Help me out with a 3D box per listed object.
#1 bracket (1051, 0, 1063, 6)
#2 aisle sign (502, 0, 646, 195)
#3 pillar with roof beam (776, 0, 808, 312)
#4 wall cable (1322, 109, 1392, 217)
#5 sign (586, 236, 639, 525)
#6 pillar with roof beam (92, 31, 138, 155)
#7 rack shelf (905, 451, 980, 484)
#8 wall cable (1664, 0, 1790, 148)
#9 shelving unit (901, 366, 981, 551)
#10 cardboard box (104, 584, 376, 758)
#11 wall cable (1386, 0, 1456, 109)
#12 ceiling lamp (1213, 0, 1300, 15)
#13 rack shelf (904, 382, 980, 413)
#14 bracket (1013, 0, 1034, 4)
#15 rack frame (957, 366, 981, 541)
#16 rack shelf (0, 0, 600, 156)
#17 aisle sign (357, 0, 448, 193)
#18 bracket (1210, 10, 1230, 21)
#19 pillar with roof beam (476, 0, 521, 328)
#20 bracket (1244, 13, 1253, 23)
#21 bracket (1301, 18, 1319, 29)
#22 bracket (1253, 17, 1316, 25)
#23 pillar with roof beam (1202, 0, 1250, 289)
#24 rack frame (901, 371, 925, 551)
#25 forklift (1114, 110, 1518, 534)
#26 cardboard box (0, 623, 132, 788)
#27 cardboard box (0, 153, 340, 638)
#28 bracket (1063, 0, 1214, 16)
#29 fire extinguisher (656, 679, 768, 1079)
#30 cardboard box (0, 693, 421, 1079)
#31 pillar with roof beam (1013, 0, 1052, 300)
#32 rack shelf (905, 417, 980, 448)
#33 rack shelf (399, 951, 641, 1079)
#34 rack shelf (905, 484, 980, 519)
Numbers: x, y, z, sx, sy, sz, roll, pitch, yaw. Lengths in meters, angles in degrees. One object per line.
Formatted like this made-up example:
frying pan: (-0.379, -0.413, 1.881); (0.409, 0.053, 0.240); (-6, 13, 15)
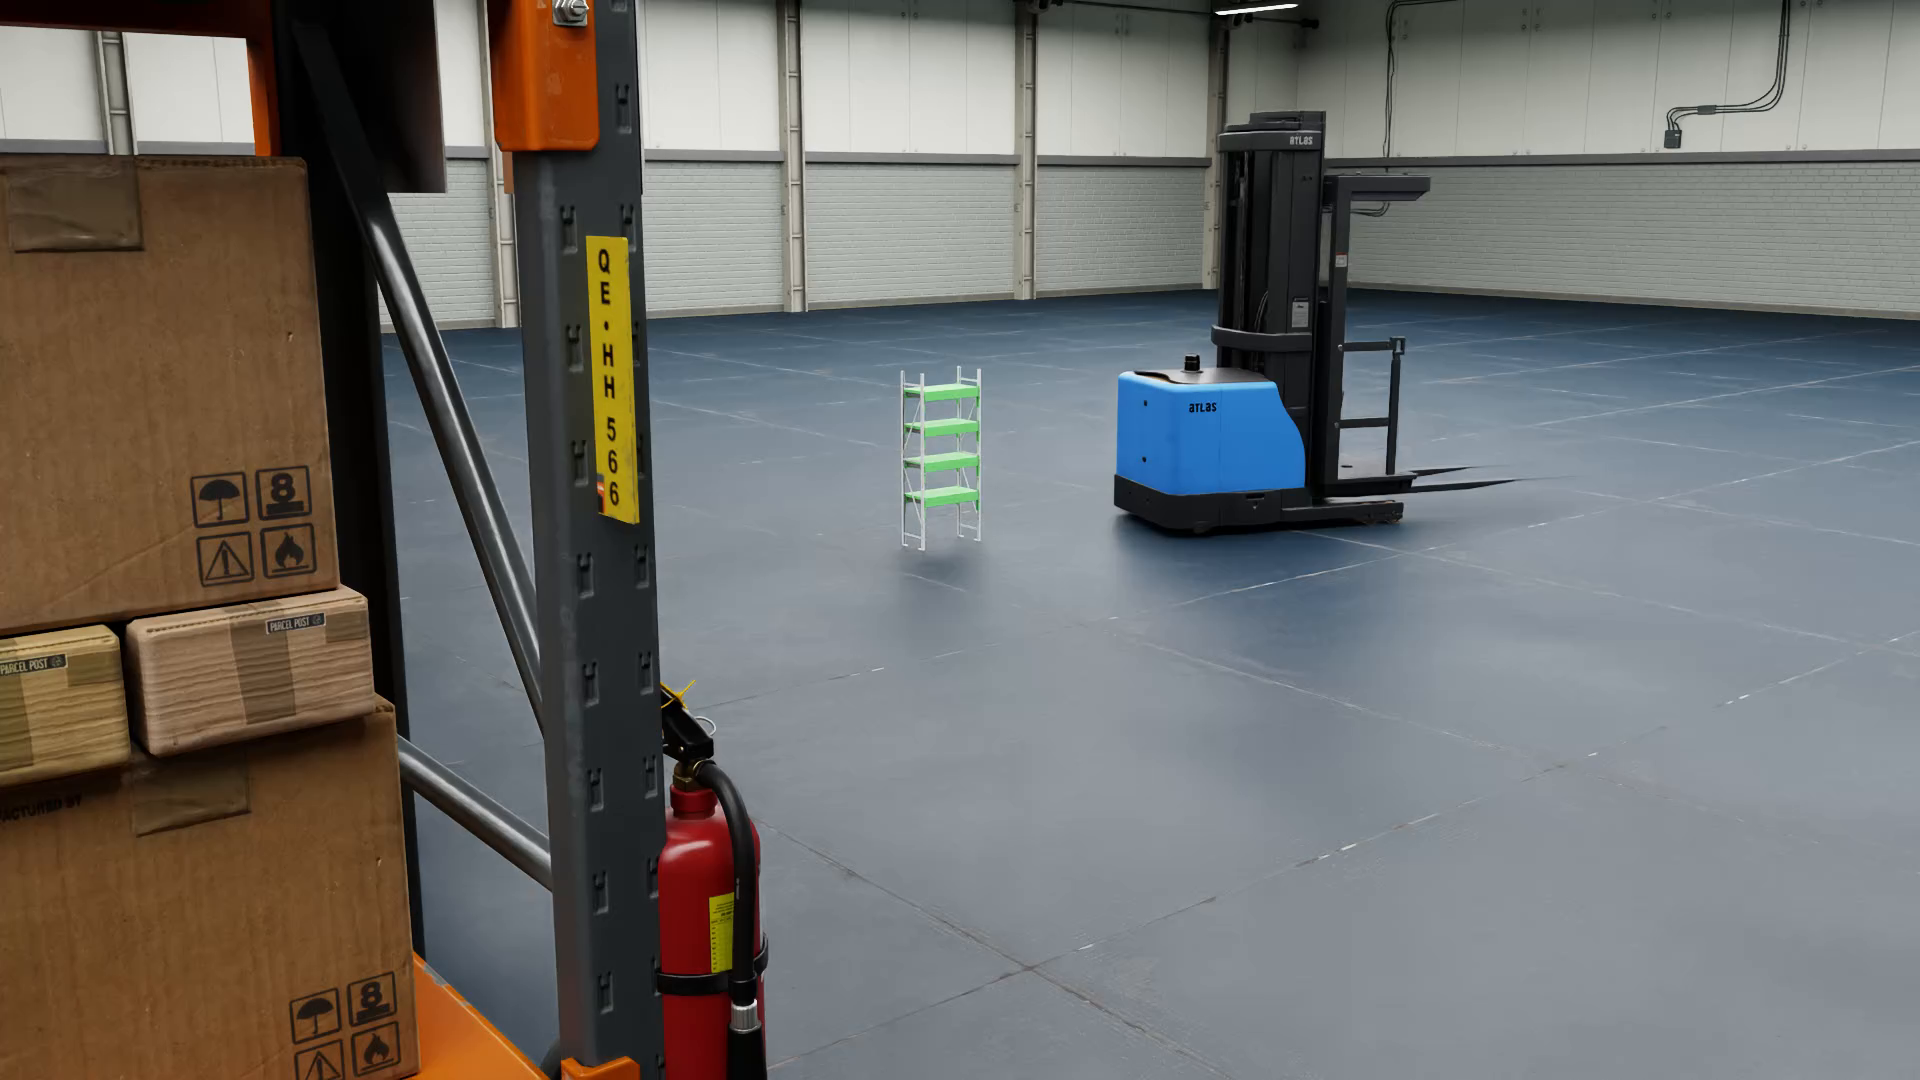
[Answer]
bracket: (1.969, -11.473, 35.328); (0.430, 0.232, 0.235); (-9, 15, -38)
aisle sign: (-0.496, -0.824, 2.031); (0.004, 0.787, 0.394); (-9, 15, -38)
pillar with roof beam: (-0.573, -8.239, 28.764); (0.400, 9.000, 9.100); (-9, 15, -38)
wall cable: (9.235, -9.143, 40.498); (0.112, 2.526, 3.097); (-9, 15, -38)
sign: (-0.402, -0.184, 1.918); (0.005, 0.325, 0.100); (-9, 15, -38)
pillar with roof beam: (-9.943, -6.682, 21.431); (0.400, 9.000, 9.100); (-9, 15, -38)
rack shelf: (-0.129, -0.503, 11.416); (0.480, 0.148, 0.258); (-9, 15, -38)
wall cable: (15.153, -10.784, 32.561); (0.169, 6.003, 2.305); (-9, 15, -38)
shelving unit: (-0.129, -0.565, 11.403); (0.503, 1.200, 0.258); (-9, 15, -38)
cardboard box: (-0.910, 0.122, 2.029); (0.250, 0.149, 0.380); (-10, 15, -39)
wall cable: (10.925, -11.175, 37.907); (0.112, 2.526, 3.097); (-9, 15, -38)
ceiling lamp: (6.058, -12.078, 32.790); (0.800, 3.185, 2.000); (-9, 15, -38)
rack shelf: (-0.129, -0.972, 11.317); (0.480, 0.148, 0.258); (-9, 15, -38)
bracket: (1.321, -11.365, 34.820); (0.430, 0.232, 0.235); (-9, 15, -38)
rack frame: (0.061, -0.597, 11.552); (0.015, 1.200, 0.240); (-9, 15, -38)
rack shelf: (-2.292, -0.448, 1.027); (4.000, 0.370, 1.077); (-9, 15, -38)
aisle sign: (-0.870, -0.922, 2.490); (0.004, 0.787, 0.394); (-9, 15, -38)
bracket: (6.006, -12.144, 38.487); (0.430, 0.232, 0.235); (-9, 15, -38)
pillar with roof beam: (-5.258, -7.460, 25.098); (0.400, 9.000, 9.100); (-9, 15, -38)
bracket: (6.654, -12.251, 38.994); (0.430, 0.232, 0.235); (-9, 15, -38)
bracket: (8.505, -12.559, 40.442); (0.430, 0.232, 0.235); (-9, 15, -38)
bracket: (8.044, -12.482, 40.081); (3.189, 0.066, 0.076); (-9, 15, -38)
pillar with roof beam: (8.798, -9.796, 36.097); (0.548, 9.000, 9.100); (-9, 15, -38)
rack frame: (-0.320, -0.534, 11.254); (0.015, 1.200, 0.240); (-9, 15, -38)
forklift: (2.731, -1.640, 12.294); (3.031, 2.935, 1.130); (-4, 13, -19)
cardboard box: (-1.113, 0.157, 1.868); (0.250, 0.149, 0.380); (-9, 15, -36)
cardboard box: (-1.144, -0.210, 2.033); (0.500, 0.500, 0.700); (-9, 15, -37)
bracket: (3.994, -11.809, 36.912); (4.783, 0.066, 0.076); (-9, 15, -38)
fire extinguisher: (-0.348, 0.506, 2.211); (0.183, 0.674, 0.296); (-9, 15, -38)
cardboard box: (-1.103, 0.418, 2.200); (0.500, 0.500, 0.700); (-9, 15, -38)
pillar with roof beam: (4.113, -9.017, 32.431); (0.548, 9.000, 9.100); (-9, 15, -38)
rack shelf: (-0.129, -0.738, 11.366); (0.480, 0.148, 0.258); (-9, 15, -38)
rack shelf: (-2.292, 1.019, 1.338); (4.000, 0.370, 1.077); (-9, 15, -38)
rack shelf: (-0.129, -0.268, 11.466); (0.480, 0.148, 0.258); (-9, 15, -38)
